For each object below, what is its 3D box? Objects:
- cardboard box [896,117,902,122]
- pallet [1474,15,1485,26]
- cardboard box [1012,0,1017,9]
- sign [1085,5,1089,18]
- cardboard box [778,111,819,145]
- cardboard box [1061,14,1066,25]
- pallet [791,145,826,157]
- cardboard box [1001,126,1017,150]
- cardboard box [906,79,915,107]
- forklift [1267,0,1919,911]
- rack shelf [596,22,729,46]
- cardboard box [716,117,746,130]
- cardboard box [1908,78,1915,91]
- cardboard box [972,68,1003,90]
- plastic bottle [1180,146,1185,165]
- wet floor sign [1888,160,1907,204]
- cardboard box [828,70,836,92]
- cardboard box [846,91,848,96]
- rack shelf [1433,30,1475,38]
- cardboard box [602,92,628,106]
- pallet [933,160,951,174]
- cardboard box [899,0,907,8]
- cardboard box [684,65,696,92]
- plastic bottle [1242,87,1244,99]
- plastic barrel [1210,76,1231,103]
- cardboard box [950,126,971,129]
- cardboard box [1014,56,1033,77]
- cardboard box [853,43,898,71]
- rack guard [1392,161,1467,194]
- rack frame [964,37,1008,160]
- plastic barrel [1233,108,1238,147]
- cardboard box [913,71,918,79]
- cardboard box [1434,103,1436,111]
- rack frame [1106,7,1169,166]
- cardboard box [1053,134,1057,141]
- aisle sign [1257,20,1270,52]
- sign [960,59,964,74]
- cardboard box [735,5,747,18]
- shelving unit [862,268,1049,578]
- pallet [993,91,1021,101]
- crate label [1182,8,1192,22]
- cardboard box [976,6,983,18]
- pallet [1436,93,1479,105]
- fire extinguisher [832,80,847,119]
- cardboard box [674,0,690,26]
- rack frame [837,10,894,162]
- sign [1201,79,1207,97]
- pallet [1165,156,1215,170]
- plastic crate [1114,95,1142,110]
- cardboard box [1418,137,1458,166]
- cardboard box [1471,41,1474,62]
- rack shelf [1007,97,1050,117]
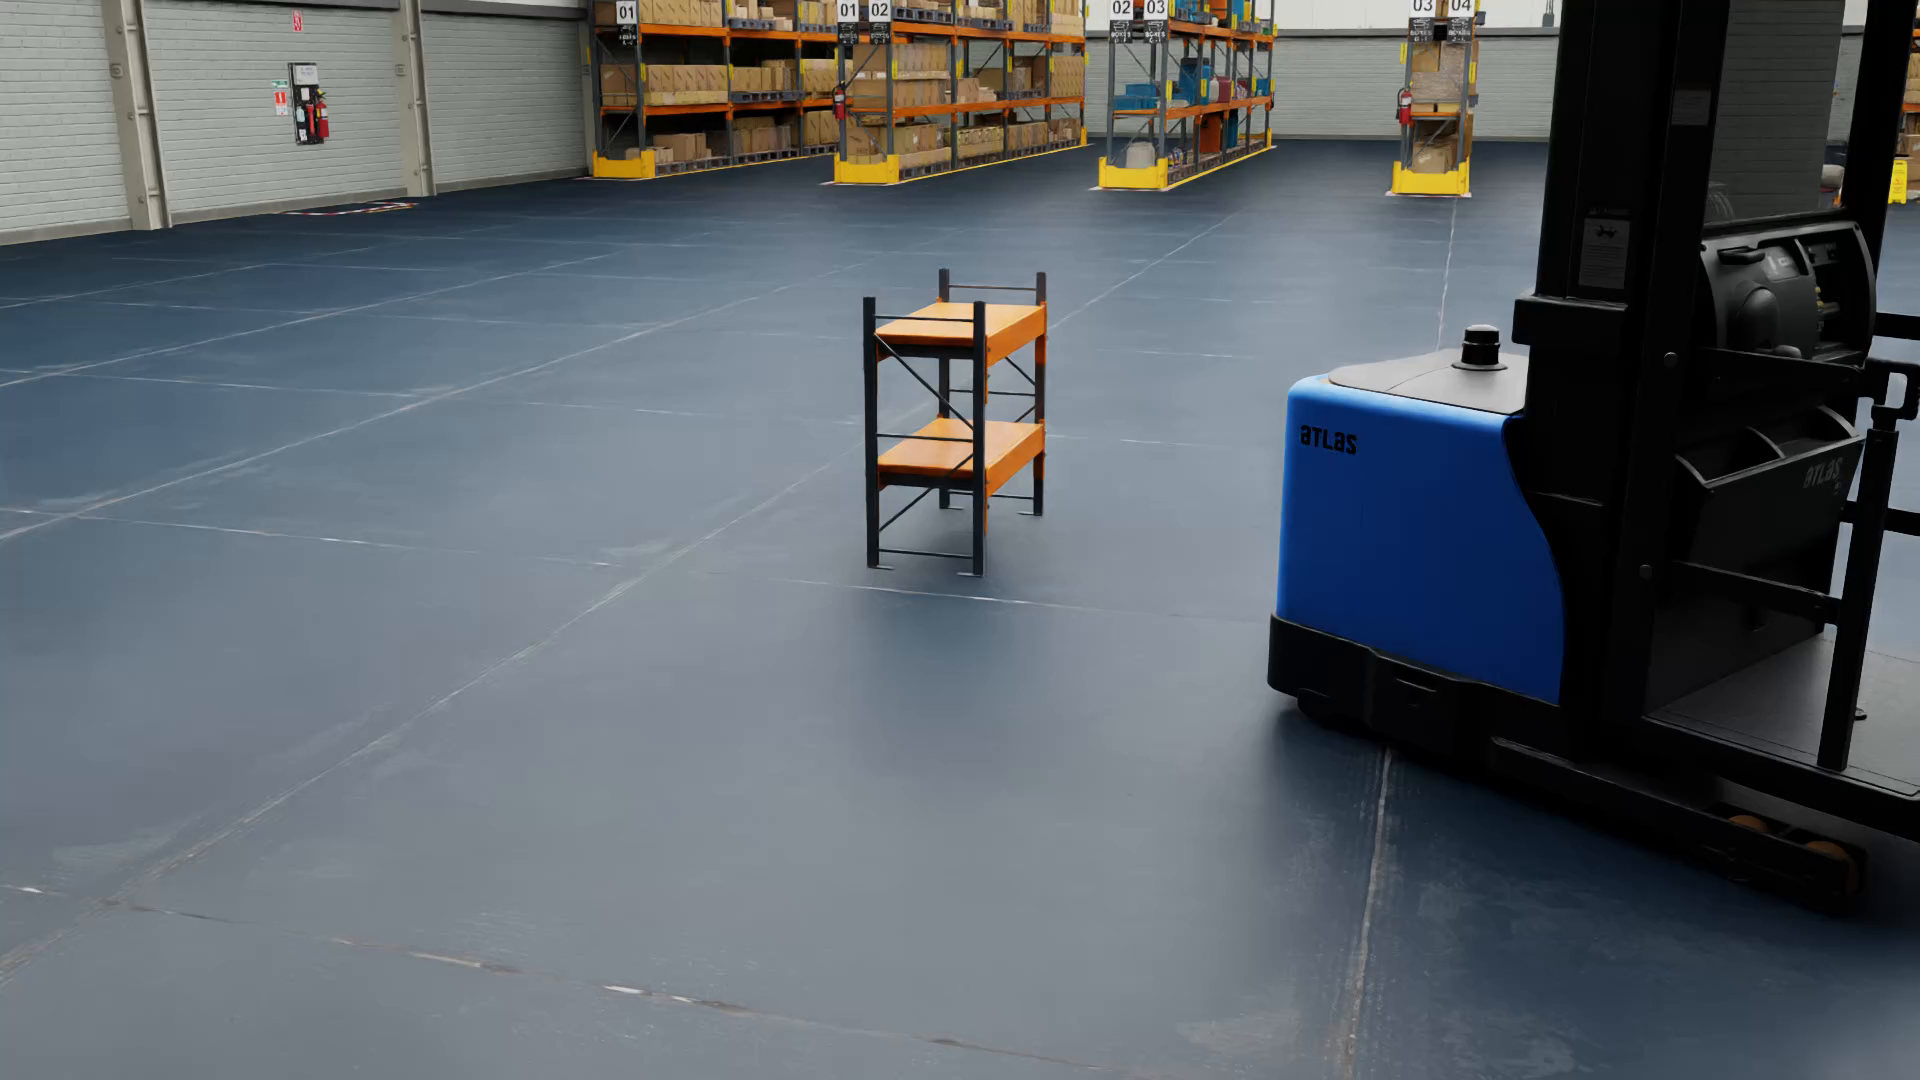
[{"bbox_3d":[-2.004,-11.369,45.727,0.700,0.500,0.500,5,16,16],"label":"cardboard box"},{"bbox_3d":[9.506,-10.046,32.099,1.213,0.211,1.003,5,16,16],"label":"pallet"},{"bbox_3d":[0.996,-12.437,38.168,0.500,0.500,0.500,5,16,16],"label":"cardboard box"},{"bbox_3d":[3.376,-13.998,44.065,0.100,0.325,0.005,5,16,16],"label":"sign"},{"bbox_3d":[-3.839,-9.818,39.615,0.750,0.750,0.750,4,16,15],"label":"cardboard box"},{"bbox_3d":[2.383,-13.111,41.919,0.500,0.250,0.500,5,16,16],"label":"cardboard box"},{"bbox_3d":[-3.878,-9.326,39.824,1.003,0.211,1.213,5,16,16],"label":"pallet"},{"bbox_3d":[0.980,-9.190,38.009,0.500,0.500,0.500,5,17,18],"label":"cardboard box"},{"bbox_3d":[-1.261,-8.428,31.362,0.700,0.500,0.500,5,17,16],"label":"cardboard box"},{"bbox_3d":[2.332,-0.651,4.253,1.130,2.935,3.031,-13,20,-38],"label":"forklift"},{"bbox_3d":[-5.879,-9.995,32.891,1.077,0.370,4.000,5,16,16],"label":"rack shelf"},{"bbox_3d":[-4.996,-9.100,36.317,0.500,0.250,0.500,4,16,15],"label":"cardboard box"},{"bbox_3d":[20.195,-9.530,34.789,0.500,0.250,0.500,5,17,17],"label":"cardboard box"},{"bbox_3d":[0.647,-10.508,37.927,0.700,0.500,0.500,-1,16,-3],"label":"cardboard box"},{"bbox_3d":[4.226,-7.349,31.790,0.144,0.351,0.185,4,16,13],"label":"plastic bottle"},{"bbox_3d":[14.417,-5.517,25.599,0.267,0.644,0.232,2,16,6],"label":"wet floor sign"},{"bbox_3d":[-3.350,-11.178,40.478,0.500,0.500,0.500,5,17,17],"label":"cardboard box"},{"bbox_3d":[-3.028,-11.160,41.603,0.380,0.149,0.250,5,17,18],"label":"cardboard box"},{"bbox_3d":[9.505,-9.889,32.518,1.077,0.370,4.000,5,16,16],"label":"rack shelf"},{"bbox_3d":[-6.501,-8.449,31.860,0.500,0.250,0.500,5,17,17],"label":"cardboard box"},{"bbox_3d":[-0.827,-7.492,33.355,1.003,0.211,1.213,5,16,16],"label":"pallet"},{"bbox_3d":[-1.194,-9.877,30.592,0.380,0.149,0.250,5,16,16],"label":"cardboard box"},{"bbox_3d":[-5.586,-9.174,33.039,0.500,0.500,0.500,5,17,18],"label":"cardboard box"},{"bbox_3d":[6.637,-10.497,39.056,0.061,0.283,0.133,5,16,16],"label":"plastic bottle"},{"bbox_3d":[5.483,-9.620,35.499,0.600,0.536,0.708,5,16,16],"label":"plastic barrel"},{"bbox_3d":[0.005,-8.981,36.738,0.500,0.311,0.500,4,16,14],"label":"cardboard box"},{"bbox_3d":[1.609,-11.812,41.462,0.500,0.500,0.500,5,17,16],"label":"cardboard box"},{"bbox_3d":[-1.537,-8.799,30.292,0.700,0.500,0.500,5,16,16],"label":"cardboard box"},{"bbox_3d":[7.821,-6.039,27.706,1.175,0.500,0.348,5,16,16],"label":"rack guard"},{"bbox_3d":[0.576,-10.084,37.386,1.000,3.000,0.127,5,16,16],"label":"rack frame"},{"bbox_3d":[6.290,-9.797,39.450,0.600,0.901,0.708,5,16,16],"label":"plastic barrel"},{"bbox_3d":[-1.015,-8.775,31.396,0.380,0.149,0.250,4,16,15],"label":"cardboard box"},{"bbox_3d":[7.973,-7.453,28.569,0.380,0.149,0.250,5,16,16],"label":"cardboard box"},{"bbox_3d":[3.051,-7.606,28.649,1.000,3.000,0.127,5,16,16],"label":"rack frame"},{"bbox_3d":[2.276,-10.300,42.531,0.380,0.166,0.250,5,16,16],"label":"cardboard box"},{"bbox_3d":[7.899,-13.039,43.039,0.394,0.787,0.004,5,16,16],"label":"aisle sign"},{"bbox_3d":[0.053,-10.643,37.378,0.100,0.325,0.005,5,16,16],"label":"sign"},{"bbox_3d":[-4.904,-11.321,35.643,0.500,0.311,0.500,5,17,18],"label":"cardboard box"},{"bbox_3d":[0.002,-0.543,7.182,0.538,1.125,1.048,5,16,16],"label":"shelving unit"},{"bbox_3d":[0.702,-10.175,38.056,1.213,0.211,1.003,5,16,16],"label":"pallet"},{"bbox_3d":[3.900,-9.442,29.896,0.502,0.251,0.408,5,16,16],"label":"crate label"},{"bbox_3d":[0.196,-11.247,35.493,0.500,0.250,0.500,4,16,15],"label":"cardboard box"},{"bbox_3d":[9.973,-9.028,34.014,1.213,0.211,1.003,5,16,16],"label":"pallet"},{"bbox_3d":[-2.176,-7.959,30.035,0.296,0.674,0.183,5,16,16],"label":"fire extinguisher"},{"bbox_3d":[-5.651,-10.359,32.638,0.500,0.500,0.500,6,17,19],"label":"cardboard box"},{"bbox_3d":[-1.697,-7.991,30.007,1.000,3.000,0.127,5,16,16],"label":"rack frame"},{"bbox_3d":[4.712,-8.740,32.140,0.100,0.325,0.005,5,16,16],"label":"sign"},{"bbox_3d":[4.718,-7.840,34.583,1.003,0.211,1.213,5,16,16],"label":"pallet"},{"bbox_3d":[2.906,-7.689,29.213,0.499,0.251,0.616,5,16,16],"label":"plastic crate"},{"bbox_3d":[9.131,-7.437,31.826,0.700,0.500,0.500,3,16,12],"label":"cardboard box"},{"bbox_3d":[8.366,-8.147,27.996,0.500,0.500,0.500,5,16,16],"label":"cardboard box"},{"bbox_3d":[1.145,-10.262,39.329,1.077,0.370,4.000,5,16,16],"label":"rack shelf"}]
